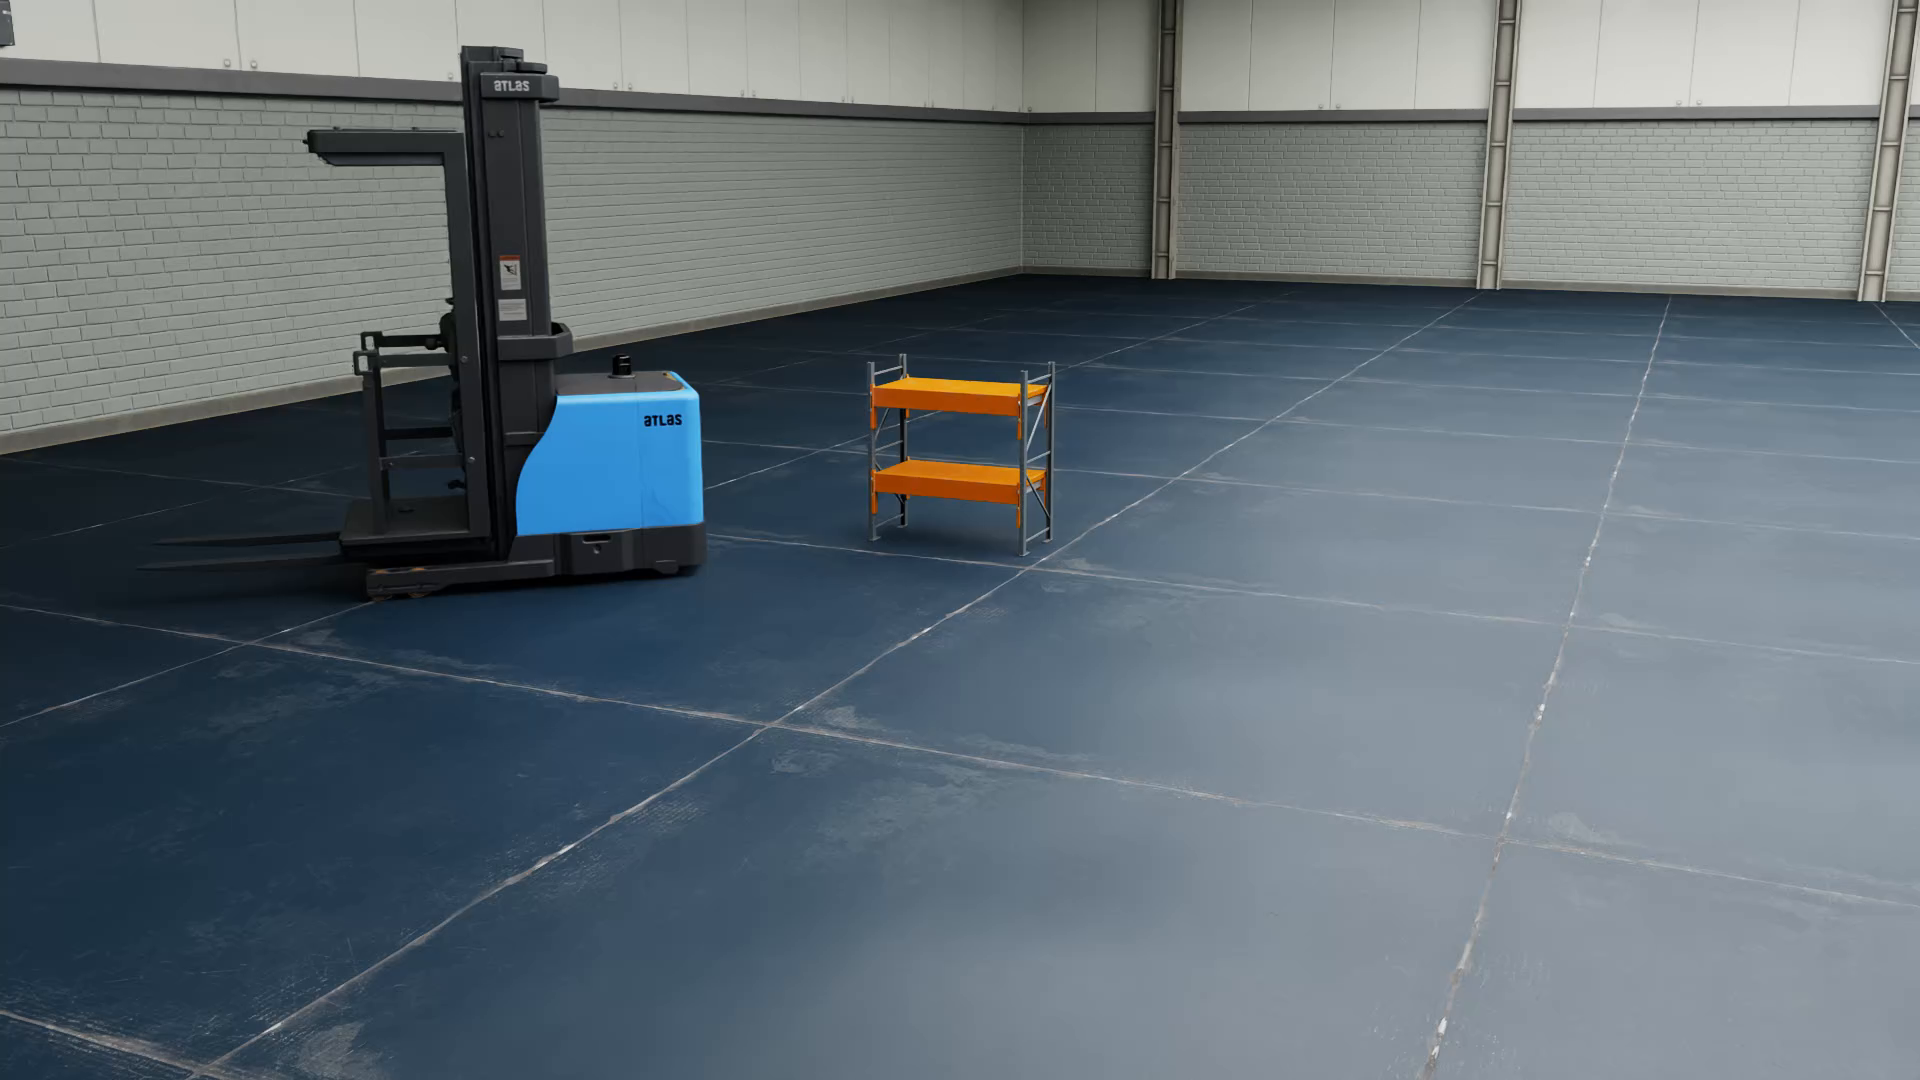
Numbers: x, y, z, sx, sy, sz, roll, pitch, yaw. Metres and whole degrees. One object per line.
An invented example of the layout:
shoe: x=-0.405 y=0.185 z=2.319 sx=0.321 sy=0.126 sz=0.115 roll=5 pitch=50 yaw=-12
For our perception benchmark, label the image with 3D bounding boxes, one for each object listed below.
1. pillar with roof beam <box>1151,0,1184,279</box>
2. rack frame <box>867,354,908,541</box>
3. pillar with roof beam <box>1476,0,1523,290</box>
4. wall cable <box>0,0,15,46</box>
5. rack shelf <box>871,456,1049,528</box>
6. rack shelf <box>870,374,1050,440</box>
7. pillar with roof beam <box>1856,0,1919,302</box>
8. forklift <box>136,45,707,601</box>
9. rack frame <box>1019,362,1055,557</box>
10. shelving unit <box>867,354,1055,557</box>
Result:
pillar with roof beam: x=2.159 y=-8.503 z=27.037 sx=0.400 sy=9.000 sz=9.100 roll=6 pitch=14 yaw=23
rack frame: x=-0.459 y=-0.594 z=10.568 sx=0.032 sy=1.125 sz=0.500 roll=6 pitch=14 yaw=23
pillar with roof beam: x=7.645 y=-7.948 z=24.671 sx=0.400 sy=9.000 sz=9.100 roll=6 pitch=14 yaw=23
wall cable: x=-7.154 y=-7.009 z=13.225 sx=0.169 sy=6.003 sz=2.305 roll=6 pitch=14 yaw=23
rack shelf: x=0.006 y=-0.309 z=10.424 sx=1.000 sy=0.278 sz=0.538 roll=6 pitch=14 yaw=23
rack shelf: x=0.006 y=-0.832 z=10.301 sx=1.000 sy=0.278 sz=0.538 roll=6 pitch=14 yaw=23
pillar with roof beam: x=13.131 y=-7.393 z=22.305 sx=0.400 sy=9.000 sz=9.100 roll=6 pitch=14 yaw=23
forklift: x=-3.045 y=-1.230 z=9.327 sx=3.031 sy=2.935 sz=1.130 roll=-4 pitch=14 yaw=-17
rack frame: x=0.471 y=-0.500 z=10.167 sx=0.032 sy=1.125 sz=0.500 roll=6 pitch=14 yaw=23
shelving unit: x=0.006 y=-0.547 z=10.368 sx=1.048 sy=1.125 sz=0.538 roll=6 pitch=14 yaw=23
